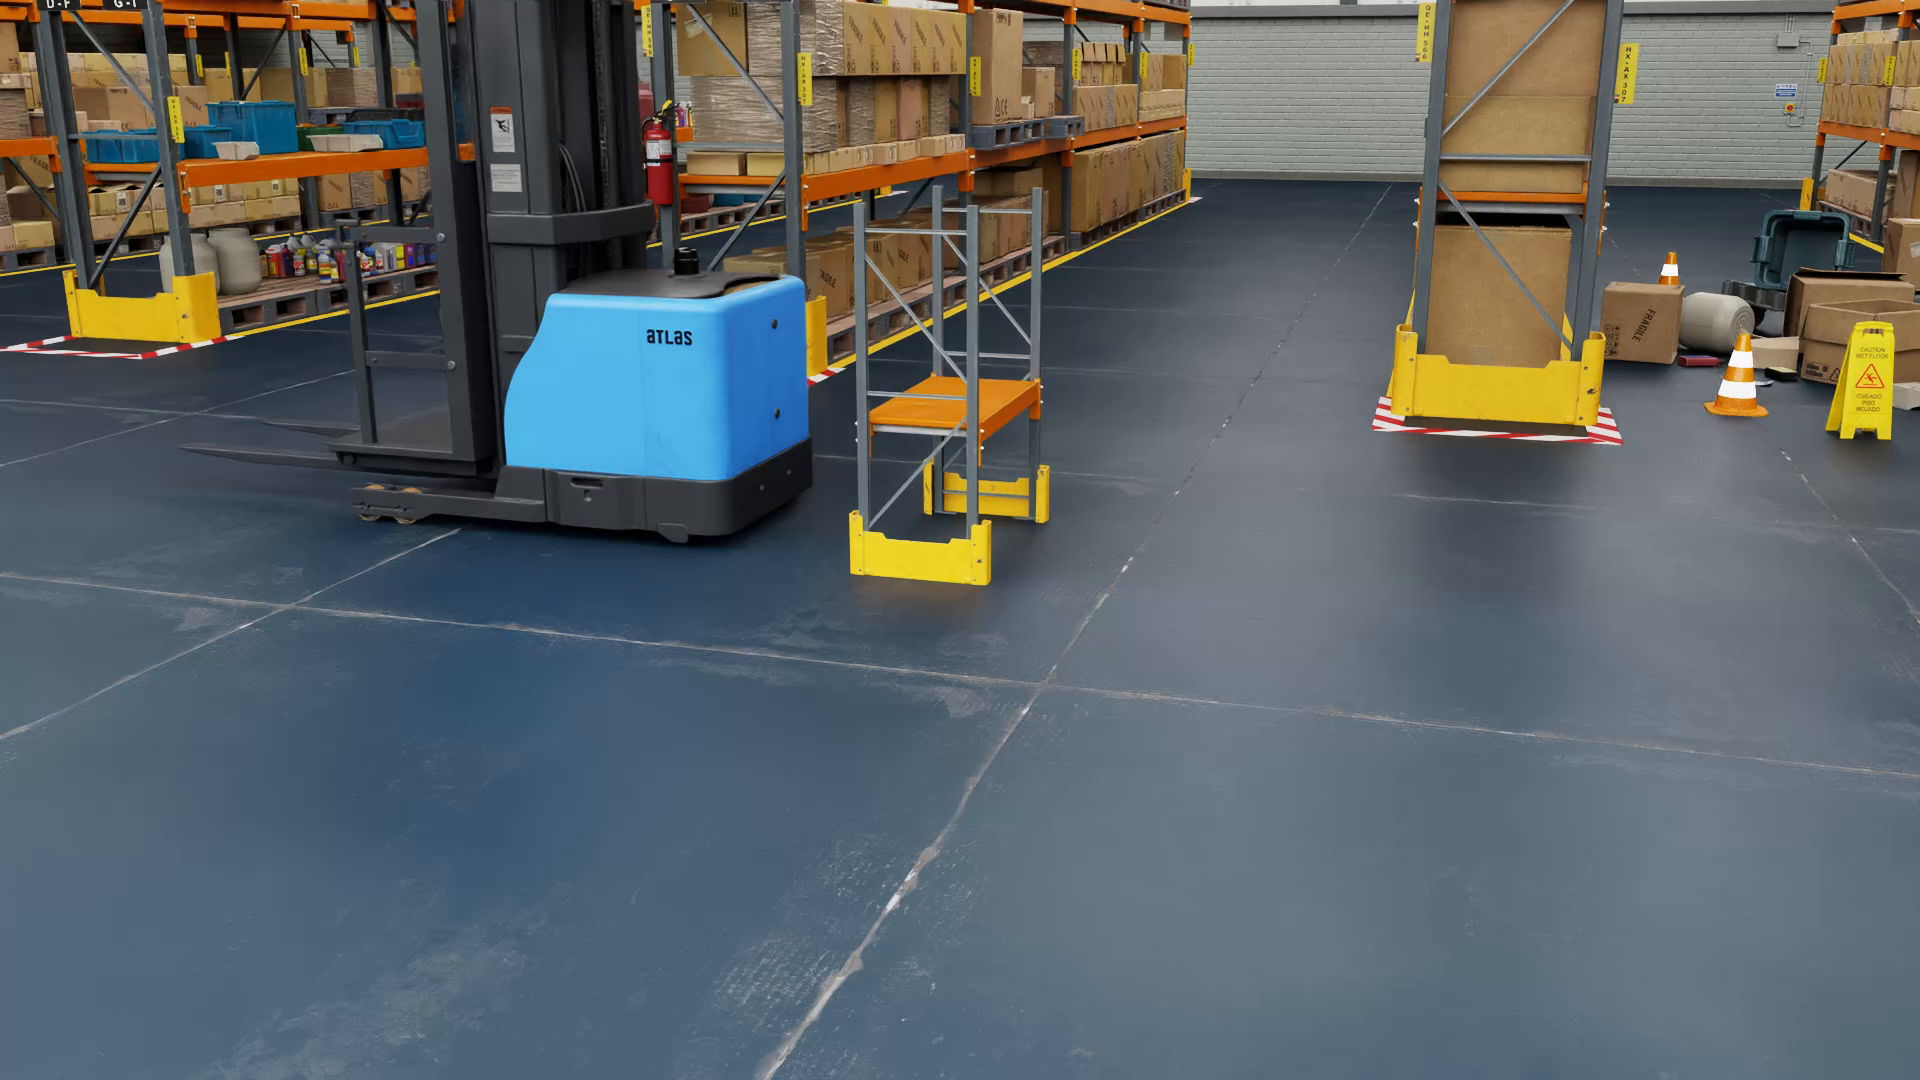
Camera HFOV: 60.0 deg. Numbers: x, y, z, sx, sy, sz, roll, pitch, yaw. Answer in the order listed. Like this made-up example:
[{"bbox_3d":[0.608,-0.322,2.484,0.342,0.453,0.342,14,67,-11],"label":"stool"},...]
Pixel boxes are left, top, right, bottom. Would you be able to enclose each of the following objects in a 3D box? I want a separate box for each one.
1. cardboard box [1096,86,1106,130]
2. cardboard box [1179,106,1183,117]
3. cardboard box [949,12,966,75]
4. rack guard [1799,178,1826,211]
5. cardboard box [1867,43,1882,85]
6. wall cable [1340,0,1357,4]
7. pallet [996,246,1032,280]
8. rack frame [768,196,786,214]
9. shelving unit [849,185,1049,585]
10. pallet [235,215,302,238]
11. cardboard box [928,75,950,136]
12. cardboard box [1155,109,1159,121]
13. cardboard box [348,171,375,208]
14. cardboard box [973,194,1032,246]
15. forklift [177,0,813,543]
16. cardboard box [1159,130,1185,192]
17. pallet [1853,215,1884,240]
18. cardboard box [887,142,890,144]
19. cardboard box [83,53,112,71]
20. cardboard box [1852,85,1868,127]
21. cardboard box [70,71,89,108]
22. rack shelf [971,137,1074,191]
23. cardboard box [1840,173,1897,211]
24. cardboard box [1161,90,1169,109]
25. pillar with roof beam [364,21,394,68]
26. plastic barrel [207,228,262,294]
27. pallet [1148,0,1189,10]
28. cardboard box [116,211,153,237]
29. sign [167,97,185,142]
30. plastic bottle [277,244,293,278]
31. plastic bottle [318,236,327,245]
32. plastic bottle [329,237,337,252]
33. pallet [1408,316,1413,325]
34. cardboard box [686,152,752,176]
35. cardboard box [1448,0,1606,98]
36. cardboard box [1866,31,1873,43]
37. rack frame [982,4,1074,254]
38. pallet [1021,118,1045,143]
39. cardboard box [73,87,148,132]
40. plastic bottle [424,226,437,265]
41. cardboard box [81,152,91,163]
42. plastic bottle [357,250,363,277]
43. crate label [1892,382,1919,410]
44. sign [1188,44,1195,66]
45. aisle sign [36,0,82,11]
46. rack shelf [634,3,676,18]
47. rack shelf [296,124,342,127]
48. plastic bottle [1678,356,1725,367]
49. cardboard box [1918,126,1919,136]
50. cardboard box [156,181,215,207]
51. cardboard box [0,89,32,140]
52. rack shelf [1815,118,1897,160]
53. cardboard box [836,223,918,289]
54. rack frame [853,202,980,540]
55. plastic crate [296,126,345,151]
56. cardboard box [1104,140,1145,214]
[{"bbox_3d":[1.430,-5.127,19.726,0.500,0.500,0.500,4,16,15],"label":"cardboard box"},{"bbox_3d":[3.160,-6.489,25.170,0.380,0.149,0.250,5,17,16],"label":"cardboard box"},{"bbox_3d":[-0.256,-4.190,14.045,0.500,0.500,0.500,5,16,16],"label":"cardboard box"},{"bbox_3d":[12.526,-4.832,23.449,1.175,0.500,0.348,5,16,16],"label":"rack guard"},{"bbox_3d":[11.404,-5.788,20.222,0.500,0.500,0.500,4,16,15],"label":"cardboard box"},{"bbox_3d":[7.930,-12.443,28.811,2.277,5.999,0.120,5,16,16],"label":"wall cable"},{"bbox_3d":[0.172,-2.840,16.954,1.003,0.211,1.213,5,16,16],"label":"pallet"},{"bbox_3d":[-2.867,-6.134,23.460,1.000,3.000,0.127,5,16,16],"label":"rack frame"},{"bbox_3d":[-0.022,-0.702,7.054,0.587,1.500,1.083,5,16,16],"label":"shelving unit"},{"bbox_3d":[-9.024,-3.919,20.759,1.003,0.211,1.213,5,16,16],"label":"pallet"},{"bbox_3d":[-0.579,-3.735,14.274,0.875,0.500,0.500,5,16,16],"label":"cardboard box"},{"bbox_3d":[2.579,-5.955,23.286,0.380,0.149,0.250,4,16,15],"label":"cardboard box"},{"bbox_3d":[-8.206,-4.716,22.235,0.500,0.500,0.500,4,16,14],"label":"cardboard box"},{"bbox_3d":[0.428,-3.390,17.558,0.700,0.500,0.500,3,16,11],"label":"cardboard box"},{"bbox_3d":[-2.281,-1.611,7.639,3.031,2.935,1.130,5,17,17],"label":"forklift"},{"bbox_3d":[2.913,-5.803,25.415,0.875,0.875,0.875,5,16,16],"label":"cardboard box"},{"bbox_3d":[11.674,-3.833,20.456,1.003,0.211,1.213,5,16,16],"label":"pallet"},{"bbox_3d":[-0.756,-3.007,12.893,0.380,0.149,0.250,5,16,16],"label":"cardboard box"},{"bbox_3d":[-12.697,-6.922,24.098,0.500,0.250,0.500,4,16,15],"label":"cardboard box"},{"bbox_3d":[11.539,-5.439,20.824,0.500,0.500,0.500,4,16,15],"label":"cardboard box"},{"bbox_3d":[-12.820,-6.430,23.738,0.500,0.500,0.500,5,16,16],"label":"cardboard box"},{"bbox_3d":[0.176,-3.834,16.669,1.077,0.370,4.000,5,16,16],"label":"rack shelf"},{"bbox_3d":[12.176,-4.577,21.895,0.875,0.438,0.875,5,17,17],"label":"cardboard box"},{"bbox_3d":[2.702,-6.318,23.836,0.500,0.250,0.500,5,16,16],"label":"cardboard box"},{"bbox_3d":[-7.164,-11.275,30.589,9.100,9.000,0.400,5,16,16],"label":"pillar with roof beam"},{"bbox_3d":[-6.021,-2.309,13.763,0.421,0.512,0.421,0,16,0],"label":"plastic barrel"},{"bbox_3d":[2.817,-8.002,24.711,1.003,0.211,1.213,5,16,16],"label":"pallet"},{"bbox_3d":[-9.390,-3.526,18.531,0.500,0.250,0.500,5,17,17],"label":"cardboard box"},{"bbox_3d":[-5.751,-3.084,12.199,0.100,0.325,0.005,5,16,16],"label":"sign"},{"bbox_3d":[-5.976,-2.470,14.712,0.061,0.283,0.133,5,16,16],"label":"plastic bottle"},{"bbox_3d":[-5.909,-2.678,15.445,0.061,0.283,0.133,5,17,18],"label":"plastic bottle"},{"bbox_3d":[-5.828,-2.671,15.442,0.097,0.271,0.097,0,16,0],"label":"plastic bottle"},{"bbox_3d":[3.699,-1.392,11.849,1.003,0.211,1.213,5,16,16],"label":"pallet"},{"bbox_3d":[-1.646,-2.580,11.390,0.380,0.149,0.250,5,16,16],"label":"cardboard box"},{"bbox_3d":[3.340,-2.885,9.751,0.875,0.550,0.550,5,16,16],"label":"cardboard box"},{"bbox_3d":[11.644,-6.323,20.921,0.380,0.149,0.250,5,16,16],"label":"cardboard box"},{"bbox_3d":[0.745,-4.704,18.416,1.000,3.000,0.127,5,16,16],"label":"rack frame"},{"bbox_3d":[0.221,-4.090,16.605,1.003,0.211,1.213,5,16,16],"label":"pallet"},{"bbox_3d":[-9.505,-4.812,18.614,0.500,0.500,0.500,6,17,20],"label":"cardboard box"},{"bbox_3d":[-5.048,-2.788,15.709,0.144,0.351,0.185,4,16,14],"label":"plastic bottle"},{"bbox_3d":[-12.913,-5.435,24.163,0.750,0.750,0.750,5,16,16],"label":"cardboard box"},{"bbox_3d":[-5.338,-2.460,14.699,0.097,0.271,0.097,0,16,0],"label":"plastic bottle"},{"bbox_3d":[5.861,-0.885,10.199,0.250,0.136,0.298,-4,16,-13],"label":"crate label"},{"bbox_3d":[3.534,-7.422,25.443,0.100,0.325,0.005,5,16,16],"label":"sign"},{"bbox_3d":[-6.583,-4.250,12.051,0.394,0.787,0.004,5,16,16],"label":"aisle sign"},{"bbox_3d":[-3.436,-6.708,21.304,1.077,0.370,4.000,5,16,16],"label":"rack shelf"},{"bbox_3d":[-8.184,-5.650,23.071,1.077,0.370,4.000,5,16,16],"label":"rack shelf"},{"bbox_3d":[5.187,-1.251,11.628,0.283,0.061,0.133,-1,16,-3],"label":"plastic bottle"},{"bbox_3d":[10.547,-4.417,17.678,0.500,0.250,0.500,4,16,15],"label":"cardboard box"},{"bbox_3d":[-9.097,-4.067,19.411,0.500,0.311,0.500,5,17,17],"label":"cardboard box"},{"bbox_3d":[-10.009,-4.358,17.013,0.700,0.500,0.500,4,16,14],"label":"cardboard box"},{"bbox_3d":[11.951,-5.159,21.339,1.077,0.370,4.000,5,16,16],"label":"rack shelf"},{"bbox_3d":[-0.700,-2.405,14.122,0.500,0.500,0.500,11,19,33],"label":"cardboard box"},{"bbox_3d":[-0.169,-0.566,6.577,0.500,1.500,0.032,5,16,16],"label":"rack frame"},{"bbox_3d":[-5.797,-3.606,14.934,0.450,0.188,0.662,5,16,16],"label":"plastic crate"},{"bbox_3d":[1.719,-4.761,21.742,1.225,0.875,0.875,5,16,16],"label":"cardboard box"}]
